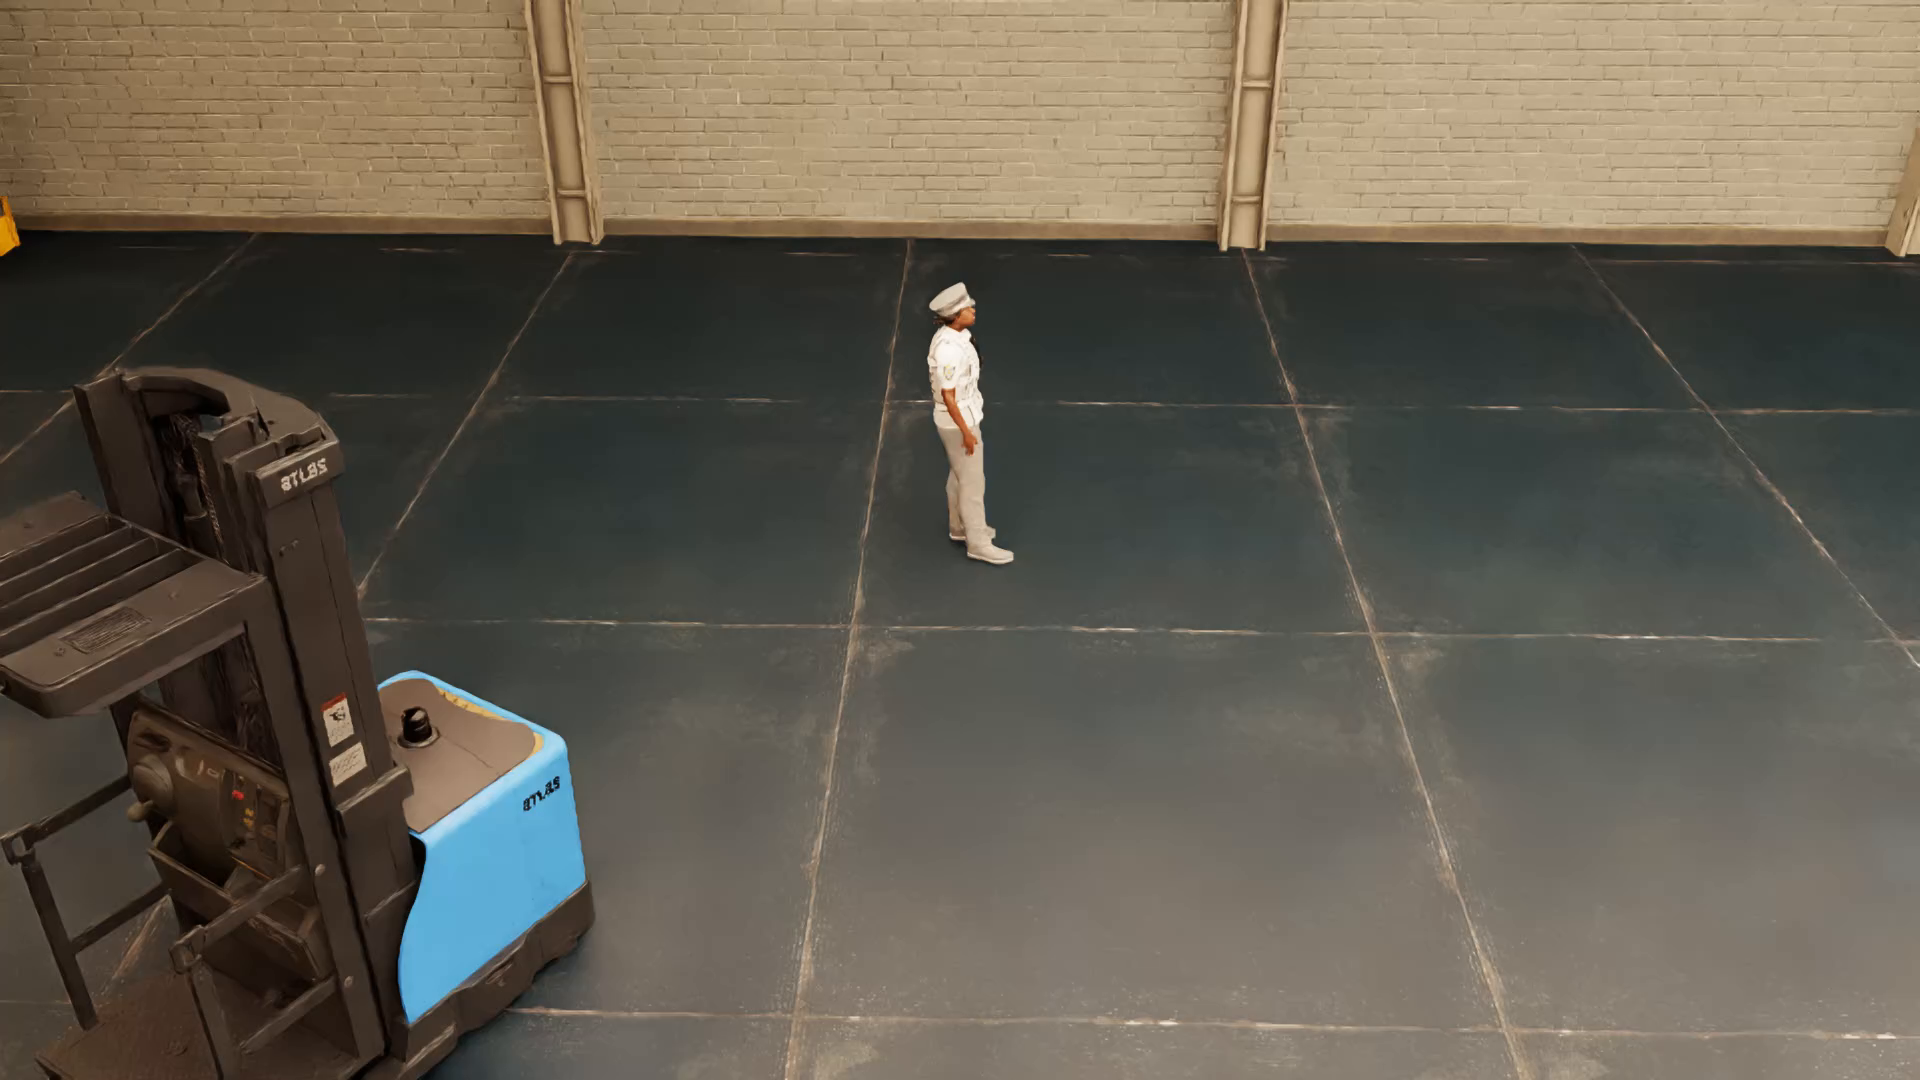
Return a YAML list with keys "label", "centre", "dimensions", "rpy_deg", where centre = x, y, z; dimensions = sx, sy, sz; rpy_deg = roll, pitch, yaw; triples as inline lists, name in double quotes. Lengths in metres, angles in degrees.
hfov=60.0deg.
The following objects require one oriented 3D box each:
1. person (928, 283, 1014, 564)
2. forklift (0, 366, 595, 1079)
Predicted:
- label: "person"
  centre: [0.074, -0.726, 10.047]
  dimensions: [0.529, 1.695, 0.570]
  rpy_deg: [1, 31, 1]
- label: "forklift"
  centre: [-2.868, 0.984, 5.945]
  dimensions: [1.130, 2.935, 3.031]
  rpy_deg: [18, 35, 28]
